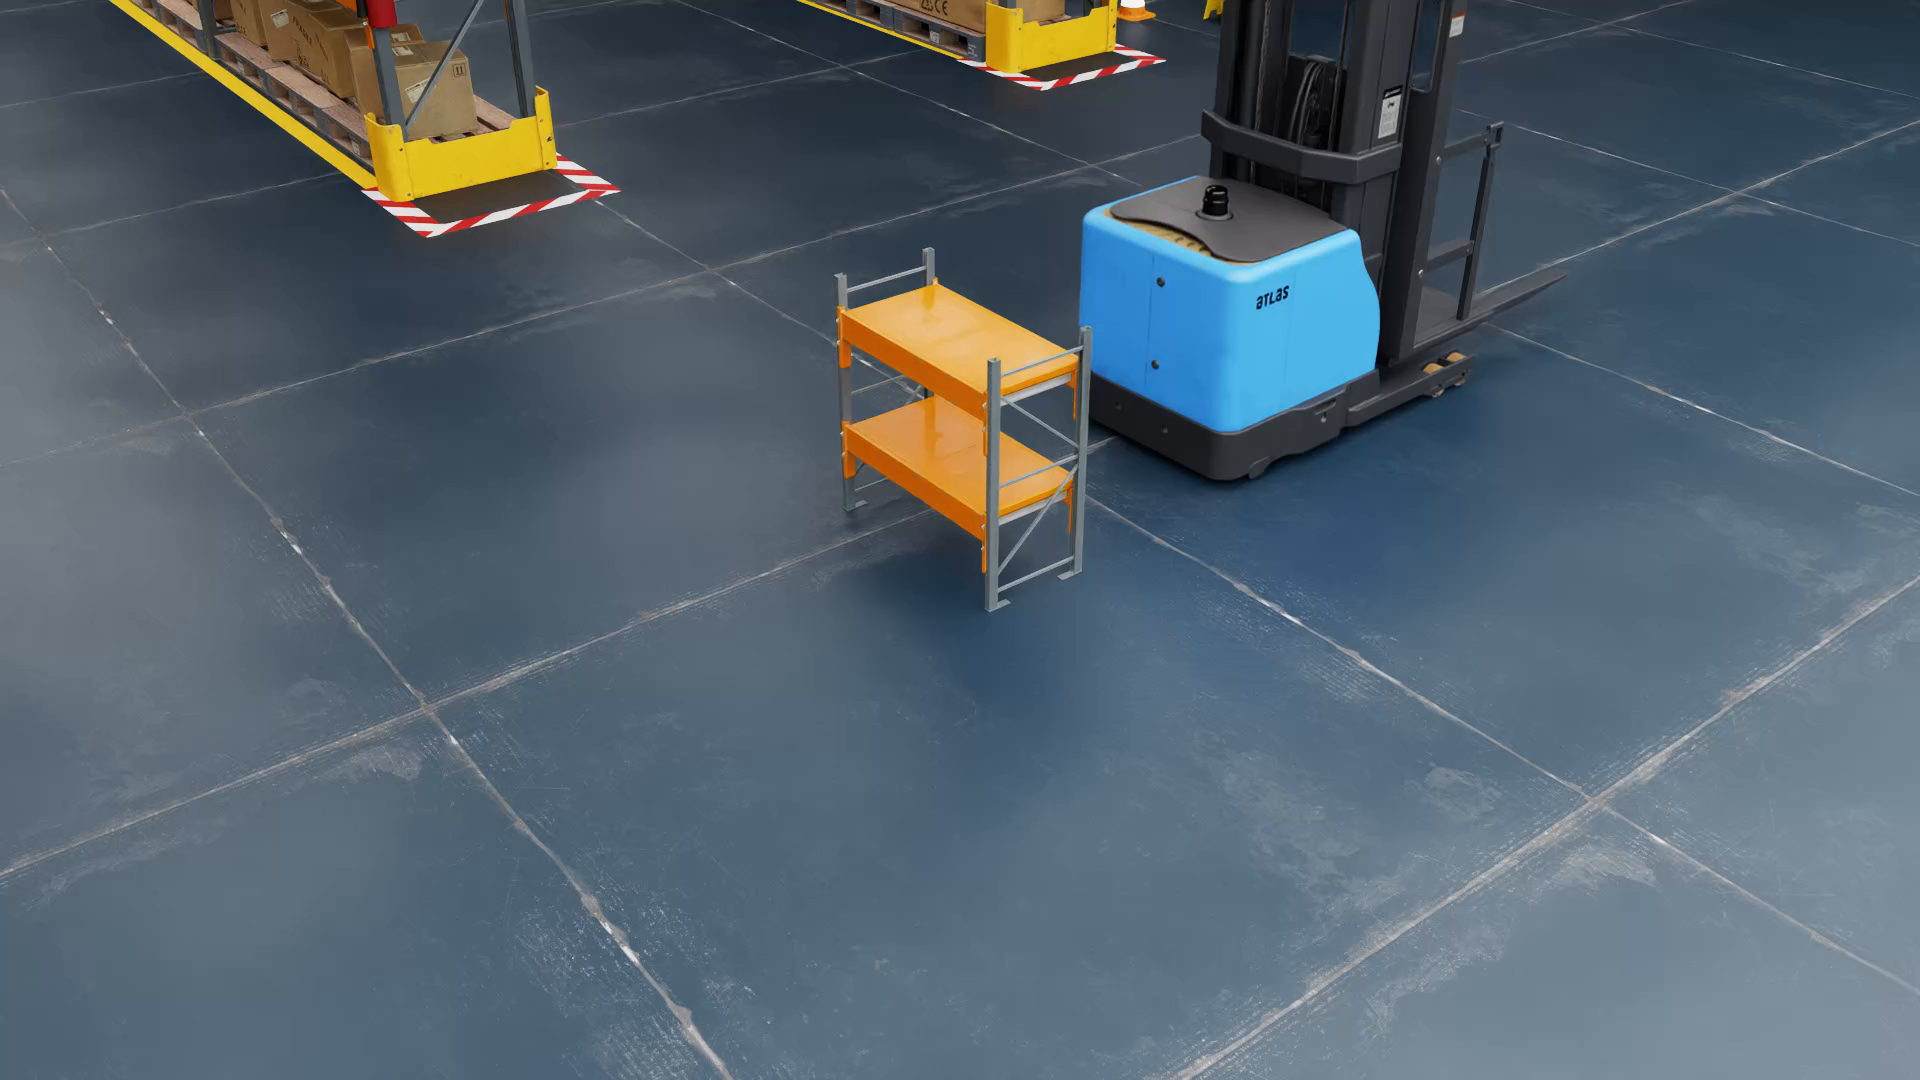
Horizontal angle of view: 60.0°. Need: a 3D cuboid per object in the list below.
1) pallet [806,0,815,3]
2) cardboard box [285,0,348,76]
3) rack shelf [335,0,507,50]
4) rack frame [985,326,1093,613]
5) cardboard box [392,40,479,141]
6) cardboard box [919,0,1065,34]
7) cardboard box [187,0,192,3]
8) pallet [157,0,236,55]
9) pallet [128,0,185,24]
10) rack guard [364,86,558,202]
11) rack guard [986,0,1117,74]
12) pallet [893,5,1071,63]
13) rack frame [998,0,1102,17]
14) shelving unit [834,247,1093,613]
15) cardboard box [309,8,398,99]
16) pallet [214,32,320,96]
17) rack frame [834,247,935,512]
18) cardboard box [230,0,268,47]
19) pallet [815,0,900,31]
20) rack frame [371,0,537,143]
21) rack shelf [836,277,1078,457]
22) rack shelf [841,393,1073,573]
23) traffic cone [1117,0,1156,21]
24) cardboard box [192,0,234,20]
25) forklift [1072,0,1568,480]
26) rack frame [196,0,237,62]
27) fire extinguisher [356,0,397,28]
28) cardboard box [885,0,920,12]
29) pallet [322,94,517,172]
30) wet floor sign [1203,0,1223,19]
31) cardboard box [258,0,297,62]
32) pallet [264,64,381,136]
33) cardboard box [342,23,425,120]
[{"bbox_3d":[-1.315,-5.381,15.713,1.003,0.211,1.213,-22,38,-31],"label":"pallet"},{"bbox_3d":[-4.686,-3.812,12.516,0.500,0.500,0.500,-26,40,-35],"label":"cardboard box"},{"bbox_3d":[-4.473,-4.206,11.860,1.077,0.370,4.000,-22,38,-31],"label":"rack shelf"},{"bbox_3d":[0.308,-0.269,6.617,0.500,1.125,0.032,-22,38,-31],"label":"rack frame"},{"bbox_3d":[-3.617,-3.060,11.305,0.500,0.500,0.500,-15,35,-23],"label":"cardboard box"},{"bbox_3d":[0.265,-4.777,13.715,0.875,0.875,0.875,-22,38,-31],"label":"cardboard box"},{"bbox_3d":[-6.337,-4.938,14.309,0.700,0.500,0.500,-23,38,-32],"label":"cardboard box"},{"bbox_3d":[-6.178,-4.484,14.270,1.003,0.211,1.213,-22,38,-31],"label":"pallet"},{"bbox_3d":[-6.931,-4.993,15.089,1.003,0.211,1.213,-22,38,-31],"label":"pallet"},{"bbox_3d":[-3.294,-2.648,11.039,1.175,0.500,0.348,-22,38,-31],"label":"rack guard"},{"bbox_3d":[0.748,-4.168,13.488,1.175,0.500,0.348,-22,38,-31],"label":"rack guard"},{"bbox_3d":[0.181,-4.364,14.076,1.003,0.211,1.213,-22,38,-31],"label":"pallet"},{"bbox_3d":[0.733,-5.240,12.844,1.000,3.000,0.127,-22,38,-31],"label":"rack frame"},{"bbox_3d":[-0.004,-0.481,6.958,0.538,1.125,1.048,-22,38,-31],"label":"shelving unit"},{"bbox_3d":[-4.379,-3.565,12.118,0.500,0.500,0.500,-19,36,-27],"label":"cardboard box"},{"bbox_3d":[-5.260,-3.892,13.316,1.003,0.211,1.213,-22,38,-31],"label":"pallet"},{"bbox_3d":[-0.316,-0.693,7.299,0.500,1.125,0.032,-22,38,-31],"label":"rack frame"},{"bbox_3d":[-5.486,-4.282,13.272,0.500,0.500,0.500,-24,39,-33],"label":"cardboard box"},{"bbox_3d":[-0.563,-4.872,14.894,1.003,0.211,1.213,-22,38,-31],"label":"pallet"},{"bbox_3d":[-3.247,-3.678,10.328,1.000,3.000,0.127,-22,38,-31],"label":"rack frame"},{"bbox_3d":[-0.004,-0.729,6.803,0.538,0.278,1.000,-22,38,-31],"label":"rack shelf"},{"bbox_3d":[-0.004,-0.273,7.087,0.538,0.278,1.000,-22,38,-31],"label":"rack shelf"},{"bbox_3d":[1.529,-4.843,14.610,0.336,0.463,0.334,-22,38,-31],"label":"traffic cone"},{"bbox_3d":[-6.059,-4.733,13.979,0.700,0.500,0.500,-26,40,-35],"label":"cardboard box"},{"bbox_3d":[2.003,-2.158,7.947,3.031,2.935,1.130,-24,39,-33],"label":"forklift"},{"bbox_3d":[-5.700,-5.345,13.012,1.000,3.000,0.127,-22,38,-31],"label":"rack frame"},{"bbox_3d":[-3.541,-3.448,10.032,0.296,0.674,0.183,-22,38,-31],"label":"fire extinguisher"},{"bbox_3d":[-0.276,-5.143,14.304,0.875,0.875,0.875,-23,39,-32],"label":"cardboard box"},{"bbox_3d":[-3.764,-2.875,11.679,1.003,0.211,1.213,-22,38,-31],"label":"pallet"},{"bbox_3d":[2.315,-4.869,14.477,0.232,0.644,0.267,26,40,35],"label":"wet floor sign"},{"bbox_3d":[-5.129,-4.045,12.892,0.500,0.500,0.500,-11,33,-16],"label":"cardboard box"},{"bbox_3d":[-4.508,-3.383,12.497,1.003,0.211,1.213,-22,38,-31],"label":"pallet"},{"bbox_3d":[-4.010,-3.298,11.688,0.500,0.500,0.500,-12,34,-19],"label":"cardboard box"}]
